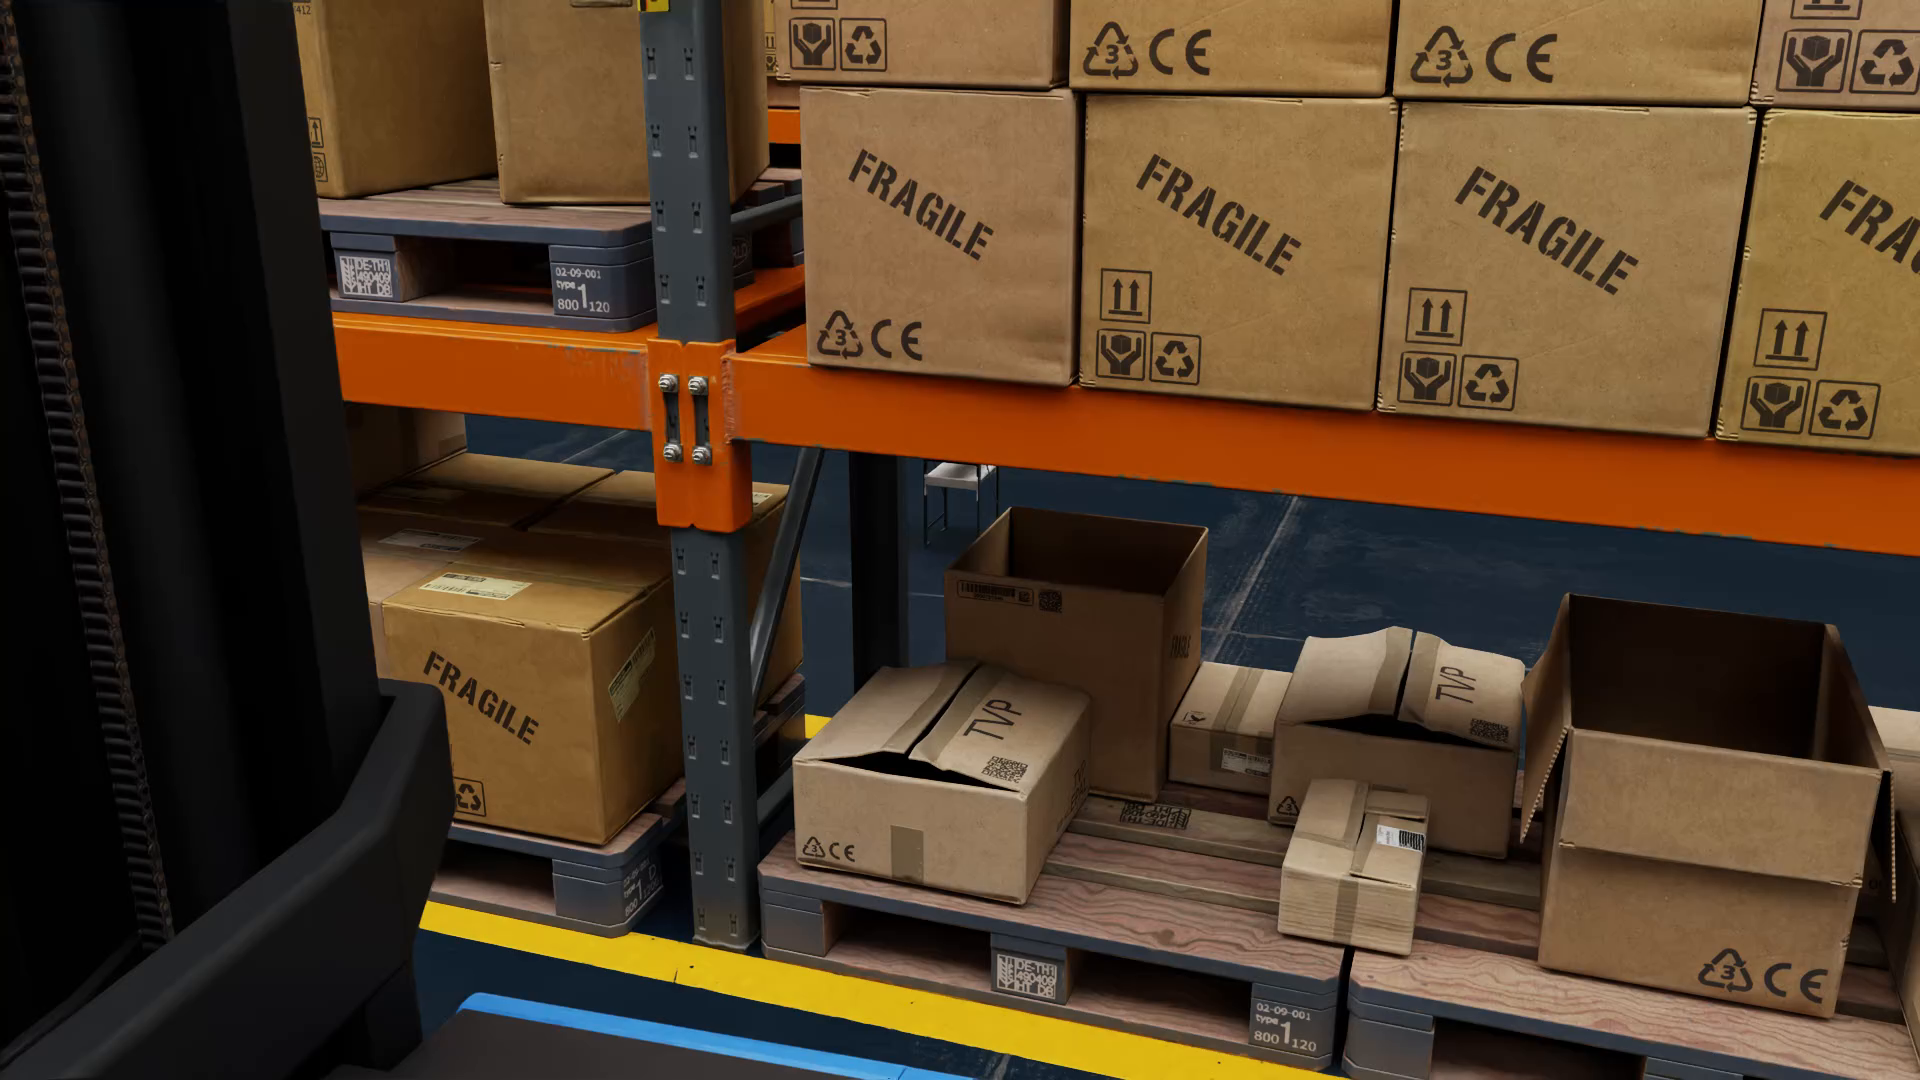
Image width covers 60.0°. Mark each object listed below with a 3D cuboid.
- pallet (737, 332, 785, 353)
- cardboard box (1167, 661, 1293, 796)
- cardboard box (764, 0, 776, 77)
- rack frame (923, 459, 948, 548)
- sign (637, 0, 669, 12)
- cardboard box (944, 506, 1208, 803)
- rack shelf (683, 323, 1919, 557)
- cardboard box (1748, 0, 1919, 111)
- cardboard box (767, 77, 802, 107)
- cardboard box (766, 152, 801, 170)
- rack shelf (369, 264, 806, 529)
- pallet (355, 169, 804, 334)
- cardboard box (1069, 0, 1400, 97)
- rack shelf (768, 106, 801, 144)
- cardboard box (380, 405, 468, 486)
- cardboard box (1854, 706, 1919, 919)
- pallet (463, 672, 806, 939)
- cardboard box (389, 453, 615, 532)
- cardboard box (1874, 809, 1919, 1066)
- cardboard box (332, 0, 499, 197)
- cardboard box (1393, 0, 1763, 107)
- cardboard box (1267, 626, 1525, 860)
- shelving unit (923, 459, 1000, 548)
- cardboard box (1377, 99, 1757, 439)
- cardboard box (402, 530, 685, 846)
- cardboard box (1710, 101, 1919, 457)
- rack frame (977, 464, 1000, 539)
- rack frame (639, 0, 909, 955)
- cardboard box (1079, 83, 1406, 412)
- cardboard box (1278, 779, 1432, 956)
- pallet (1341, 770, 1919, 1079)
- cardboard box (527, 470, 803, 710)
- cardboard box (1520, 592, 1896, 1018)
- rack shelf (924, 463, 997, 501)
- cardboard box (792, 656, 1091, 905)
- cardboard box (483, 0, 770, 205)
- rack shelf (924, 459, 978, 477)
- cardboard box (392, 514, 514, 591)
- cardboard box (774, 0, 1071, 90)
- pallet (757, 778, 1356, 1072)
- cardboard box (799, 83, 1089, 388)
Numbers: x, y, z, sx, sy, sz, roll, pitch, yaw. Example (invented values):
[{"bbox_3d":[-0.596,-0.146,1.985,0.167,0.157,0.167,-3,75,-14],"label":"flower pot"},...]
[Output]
[{"bbox_3d":[-0.639,-1.110,8.939,1.213,0.211,1.003,7,20,18],"label":"pallet"},{"bbox_3d":[0.654,0.439,3.922,0.250,0.149,0.380,7,20,18],"label":"cardboard box"},{"bbox_3d":[-0.679,-2.565,8.244,0.500,0.500,0.500,7,20,20],"label":"cardboard box"},{"bbox_3d":[-0.088,-0.435,5.957,0.006,0.900,0.240,7,20,18],"label":"rack frame"},{"bbox_3d":[-0.530,-1.068,2.825,0.005,0.325,0.100,7,20,18],"label":"sign"},{"bbox_3d":[0.280,0.251,3.927,0.500,0.500,0.500,7,20,18],"label":"cardboard box"},{"bbox_3d":[1.538,-0.139,3.010,4.000,0.370,1.077,7,20,18],"label":"rack shelf"},{"bbox_3d":[1.462,-0.909,2.455,0.500,0.500,0.500,7,20,20],"label":"cardboard box"},{"bbox_3d":[-0.820,-2.288,8.435,0.250,0.149,0.380,7,20,18],"label":"cardboard box"},{"bbox_3d":[-1.031,-1.634,8.834,0.750,0.750,0.750,6,20,18],"label":"cardboard box"},{"bbox_3d":[-2.241,-0.571,4.250,4.000,0.370,1.077,7,20,18],"label":"rack shelf"},{"bbox_3d":[-1.071,-0.724,3.888,1.213,0.211,1.003,7,20,18],"label":"pallet"},{"bbox_3d":[0.489,-1.020,2.774,0.500,0.500,0.500,6,20,16],"label":"cardboard box"},{"bbox_3d":[-0.619,-2.112,8.670,4.000,0.370,1.077,7,20,18],"label":"rack shelf"},{"bbox_3d":[-1.673,-0.312,4.405,0.500,0.250,0.500,7,20,18],"label":"cardboard box"},{"bbox_3d":[2.062,0.573,3.384,0.500,0.250,0.500,7,20,18],"label":"cardboard box"},{"bbox_3d":[-1.132,0.546,4.189,1.213,0.211,1.003,7,20,18],"label":"pallet"},{"bbox_3d":[-1.236,0.096,4.373,0.500,0.500,0.500,7,20,19],"label":"cardboard box"},{"bbox_3d":[1.945,0.734,2.922,0.500,0.250,0.500,7,20,18],"label":"cardboard box"},{"bbox_3d":[-1.396,-1.115,3.929,0.500,0.500,0.700,10,22,27],"label":"cardboard box"},{"bbox_3d":[0.974,-0.964,2.615,0.500,0.500,0.500,6,20,16],"label":"cardboard box"},{"bbox_3d":[0.988,0.422,3.726,0.500,0.311,0.500,7,20,18],"label":"cardboard box"},{"bbox_3d":[0.008,-0.424,5.926,0.210,0.900,0.258,7,20,18],"label":"shelving unit"},{"bbox_3d":[0.997,-0.493,2.782,0.500,0.500,0.500,6,20,18],"label":"cardboard box"},{"bbox_3d":[-0.912,0.314,3.748,0.500,0.500,0.500,6,20,18],"label":"cardboard box"},{"bbox_3d":[1.478,-0.439,2.625,0.500,0.500,0.500,6,20,17],"label":"cardboard box"},{"bbox_3d":[0.104,-0.413,5.894,0.006,0.900,0.240,7,20,18],"label":"rack frame"},{"bbox_3d":[-0.352,-0.695,3.512,0.127,3.000,1.000,7,20,18],"label":"rack frame"},{"bbox_3d":[0.525,-0.548,2.939,0.500,0.500,0.500,7,20,19],"label":"cardboard box"},{"bbox_3d":[0.794,0.638,3.324,0.250,0.166,0.380,7,20,18],"label":"cardboard box"},{"bbox_3d":[1.453,0.828,3.381,1.213,0.211,1.003,7,20,18],"label":"pallet"},{"bbox_3d":[-0.729,0.150,4.218,0.500,0.500,0.500,6,20,16],"label":"cardboard box"},{"bbox_3d":[1.425,0.478,3.273,0.637,0.503,0.797,7,20,18],"label":"cardboard box"},{"bbox_3d":[0.008,-0.223,5.996,0.200,0.077,0.258,7,20,18],"label":"rack shelf"},{"bbox_3d":[-0.026,0.480,3.559,0.500,0.311,0.500,7,20,18],"label":"cardboard box"},{"bbox_3d":[-0.726,-1.061,3.773,0.500,0.500,0.700,0,19,0],"label":"cardboard box"},{"bbox_3d":[0.008,-0.308,5.966,0.200,0.077,0.258,7,20,18],"label":"rack shelf"},{"bbox_3d":[-1.376,0.258,3.909,0.500,0.500,0.500,7,20,18],"label":"cardboard box"},{"bbox_3d":[0.001,-1.076,2.934,0.500,0.500,0.500,7,20,19],"label":"cardboard box"},{"bbox_3d":[0.297,0.697,3.757,1.213,0.211,1.003,7,20,18],"label":"pallet"},{"bbox_3d":[0.040,-0.602,3.094,0.500,0.500,0.500,7,20,19],"label":"cardboard box"}]
